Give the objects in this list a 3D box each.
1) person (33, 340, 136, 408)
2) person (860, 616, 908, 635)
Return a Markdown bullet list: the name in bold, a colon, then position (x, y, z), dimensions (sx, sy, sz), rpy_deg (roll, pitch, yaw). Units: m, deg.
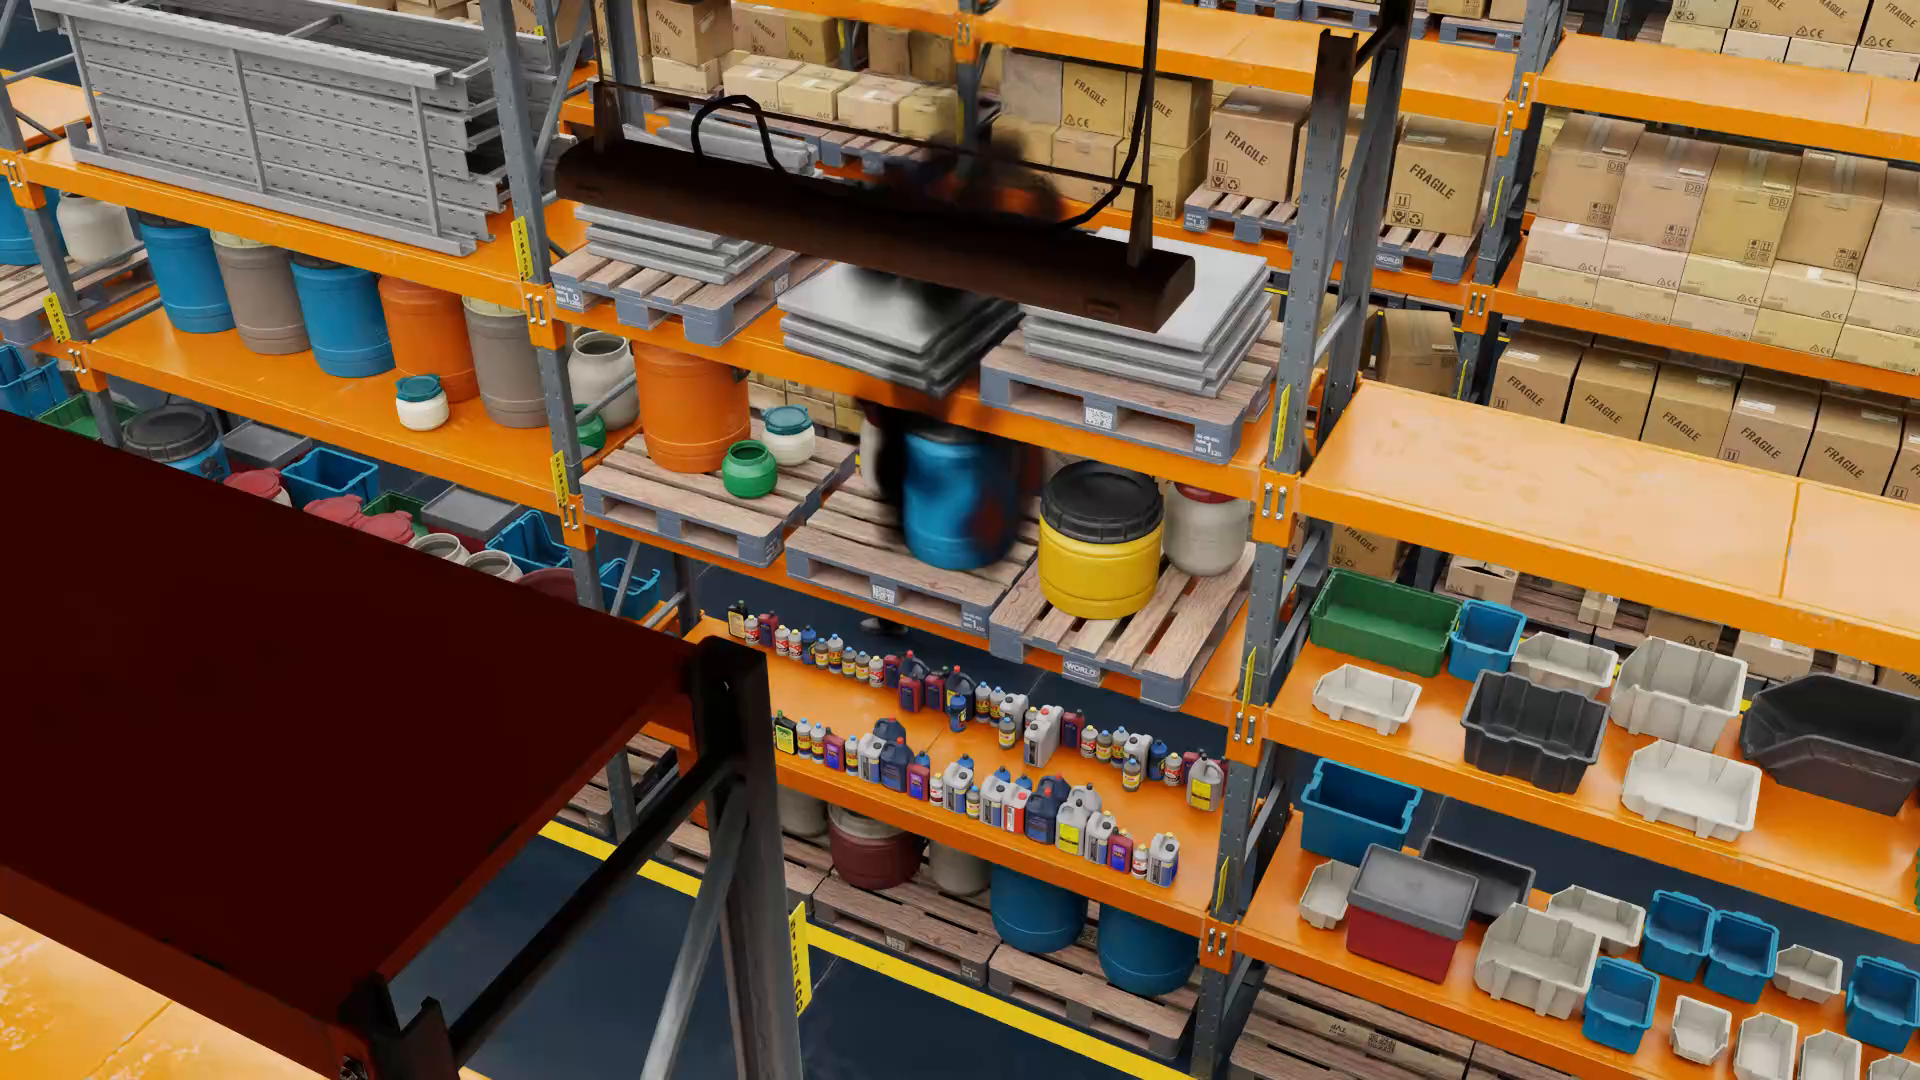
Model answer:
- **person**: position (-7.833, -1.589, 14.656), dimensions (0.562, 1.735, 0.666), rpy_deg (8, 36, 12)
- **person**: position (-0.526, 0.028, 12.393), dimensions (0.637, 1.666, 0.710), rpy_deg (8, 36, 11)
